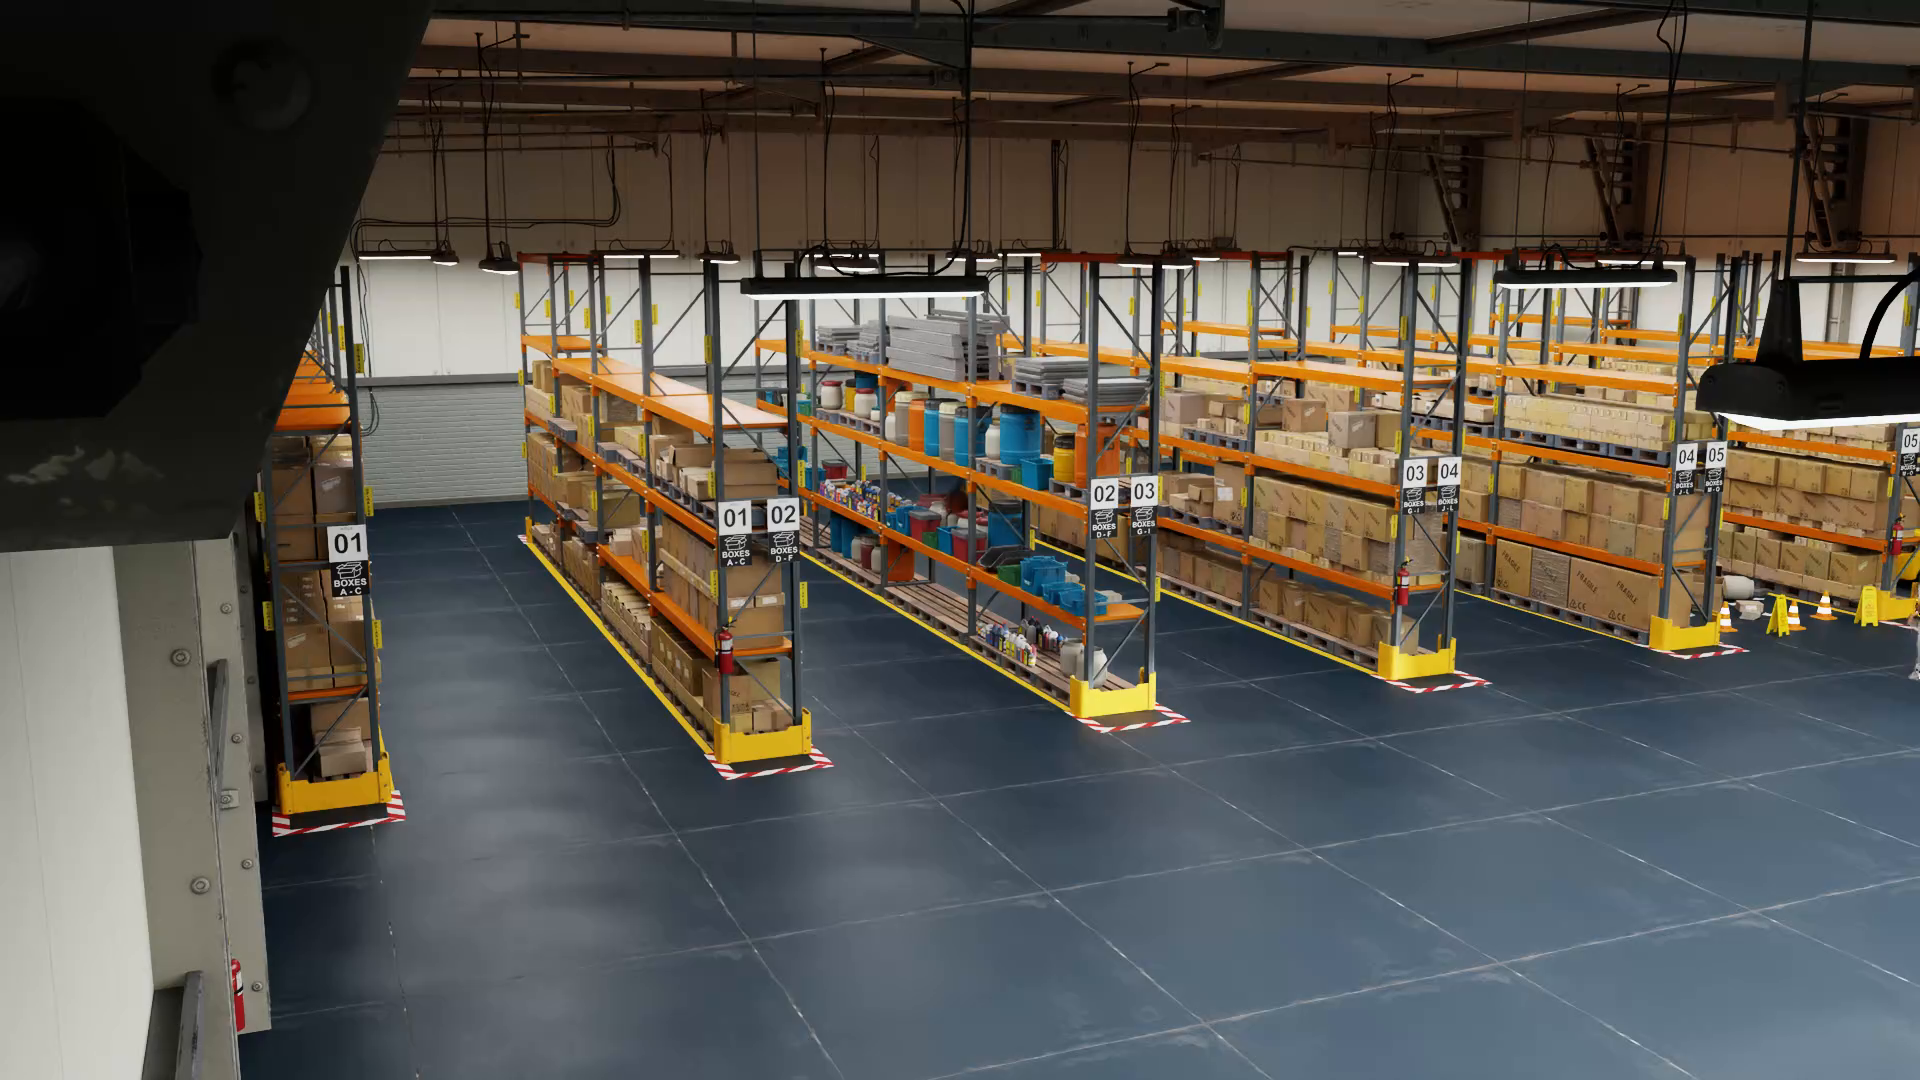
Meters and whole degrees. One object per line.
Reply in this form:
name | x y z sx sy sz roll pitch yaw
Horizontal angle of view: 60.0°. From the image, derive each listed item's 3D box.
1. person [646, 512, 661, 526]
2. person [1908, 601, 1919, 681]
person | -6.655 -1.061 36.200 0.362 1.697 0.496 5 12 26
person | 14.009 1.160 23.868 0.692 1.804 0.440 8 13 37
